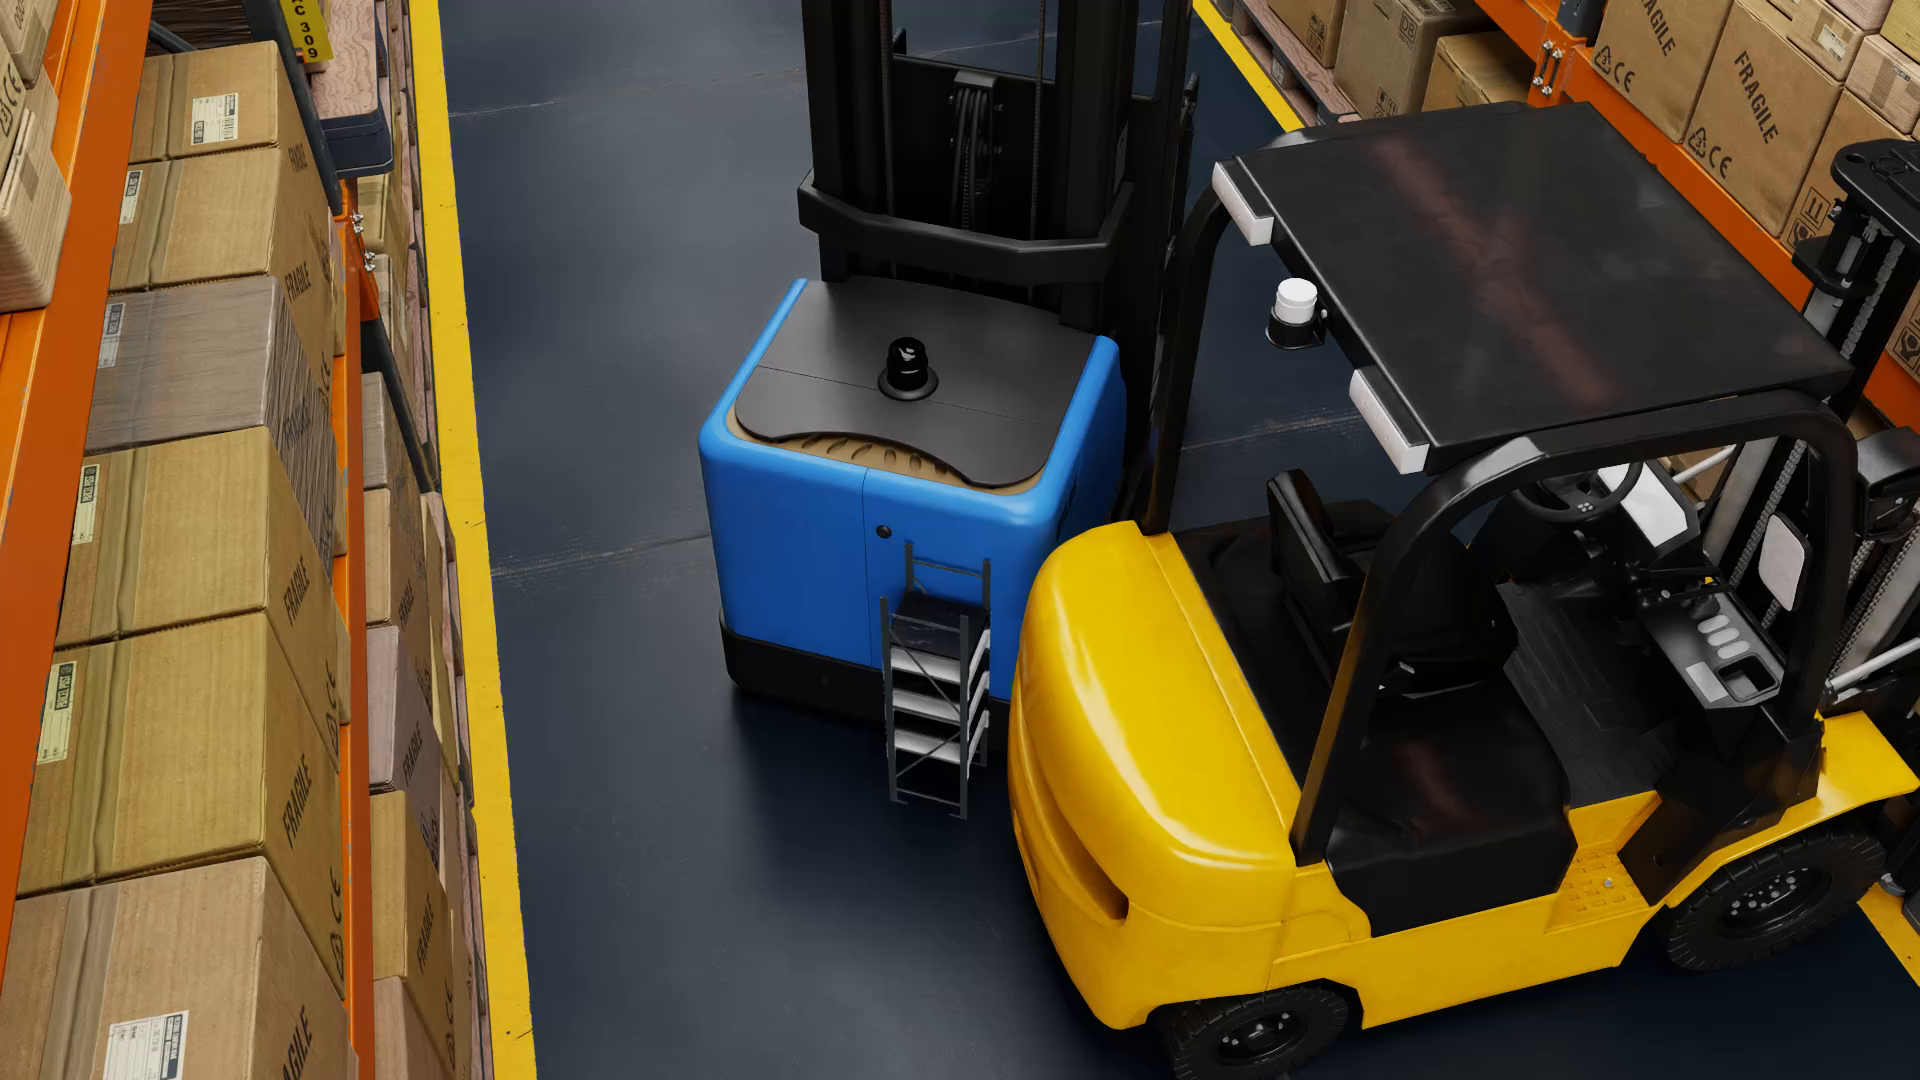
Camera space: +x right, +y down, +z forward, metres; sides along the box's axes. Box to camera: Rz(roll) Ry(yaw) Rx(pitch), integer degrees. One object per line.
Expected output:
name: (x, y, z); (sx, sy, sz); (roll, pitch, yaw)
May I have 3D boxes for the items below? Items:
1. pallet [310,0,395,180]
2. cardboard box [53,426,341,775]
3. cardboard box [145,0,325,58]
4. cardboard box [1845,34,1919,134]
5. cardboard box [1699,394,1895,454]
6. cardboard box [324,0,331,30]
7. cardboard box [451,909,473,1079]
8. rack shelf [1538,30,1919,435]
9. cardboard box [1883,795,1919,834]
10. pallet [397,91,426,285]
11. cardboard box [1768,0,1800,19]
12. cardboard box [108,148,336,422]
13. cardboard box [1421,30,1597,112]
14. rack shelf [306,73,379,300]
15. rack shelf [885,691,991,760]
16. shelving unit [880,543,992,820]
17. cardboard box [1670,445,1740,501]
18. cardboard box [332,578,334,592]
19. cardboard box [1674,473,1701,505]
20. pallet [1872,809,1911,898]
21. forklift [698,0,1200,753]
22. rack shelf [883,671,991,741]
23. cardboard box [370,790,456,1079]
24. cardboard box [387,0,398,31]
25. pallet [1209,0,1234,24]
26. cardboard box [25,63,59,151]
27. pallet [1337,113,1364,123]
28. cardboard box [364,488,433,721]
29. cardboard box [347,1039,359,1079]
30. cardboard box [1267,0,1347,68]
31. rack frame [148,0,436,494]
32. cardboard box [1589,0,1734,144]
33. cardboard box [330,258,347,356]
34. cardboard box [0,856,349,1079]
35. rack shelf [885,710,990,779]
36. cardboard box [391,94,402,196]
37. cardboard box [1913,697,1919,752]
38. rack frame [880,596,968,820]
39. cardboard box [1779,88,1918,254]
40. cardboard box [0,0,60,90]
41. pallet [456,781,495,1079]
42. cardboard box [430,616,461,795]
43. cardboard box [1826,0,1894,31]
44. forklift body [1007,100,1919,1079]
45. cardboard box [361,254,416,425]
pallet: (-2.344, -1.506, 5.260); (1.003, 0.211, 1.213); (-11, 47, -10)
cardboard box: (-1.524, 0.167, 3.208); (0.500, 0.500, 0.500); (-12, 47, -11)
cardboard box: (-2.132, -1.682, 4.725); (0.500, 0.500, 0.500); (-10, 46, -9)
cardboard box: (2.554, -1.205, 4.306); (0.380, 0.149, 0.250); (-11, 47, -11)
cardboard box: (2.588, -0.376, 4.950); (0.500, 0.250, 0.500); (-9, 46, -9)
cardboard box: (-2.181, -1.692, 5.190); (0.380, 0.149, 0.250); (-10, 46, -9)
cardboard box: (-1.480, 1.222, 4.083); (0.500, 0.250, 0.500); (-8, 46, -8)
rack shelf: (3.020, -0.297, 4.444); (1.077, 0.370, 4.000); (-11, 47, -10)
cardboard box: (2.869, 0.689, 4.606); (0.500, 0.250, 0.500); (-10, 46, -10)
pallet: (-2.806, -1.425, 6.998); (1.003, 0.211, 1.213); (-11, 47, -10)
cardboard box: (2.497, -1.570, 4.664); (0.380, 0.149, 0.250); (-11, 47, -10)
cardboard box: (-1.797, -0.543, 3.904); (0.500, 0.500, 0.500); (-9, 46, -9)
cardboard box: (2.364, -1.604, 6.590); (0.875, 0.625, 0.625); (-9, 46, -9)
rack shelf: (-2.801, -2.148, 6.259); (1.077, 0.370, 4.000); (-11, 47, -10)
rack shelf: (-0.064, 0.506, 4.797); (0.258, 0.077, 0.200); (13, 47, 12)
shelving unit: (-0.064, 0.420, 4.709); (0.258, 0.900, 0.210); (13, 47, 12)
cardboard box: (2.582, -0.202, 5.129); (0.500, 0.250, 0.500); (-11, 47, -11)
cardboard box: (-1.612, 0.118, 3.710); (0.380, 0.149, 0.250); (-11, 47, -11)
cardboard box: (2.604, -0.020, 5.300); (0.500, 0.250, 0.500); (-10, 46, -10)
pallet: (2.987, 0.447, 5.164); (1.003, 0.211, 1.213); (-11, 47, -10)
forklift: (0.187, -1.454, 5.122); (1.130, 2.935, 3.031); (13, 47, 12)
rack shelf: (-0.064, 0.443, 4.733); (0.258, 0.077, 0.200); (13, 47, 12)
cardboard box: (-1.470, 0.963, 3.812); (0.500, 0.500, 0.500); (-10, 46, -10)
cardboard box: (-3.178, -2.616, 7.760); (0.950, 0.372, 0.625); (-14, 47, -13)
pallet: (1.657, -3.140, 8.679); (1.003, 0.211, 1.213); (-11, 47, -10)
cardboard box: (-1.478, -0.574, 2.288); (0.380, 0.149, 0.250); (-12, 47, -11)
pallet: (2.282, -1.455, 7.028); (1.003, 0.211, 1.213); (-11, 47, -10)
cardboard box: (-1.746, 0.244, 4.517); (0.500, 0.500, 0.500); (-10, 46, -10)
cardboard box: (-1.240, 1.005, 2.841); (0.380, 0.149, 0.250); (-10, 46, -10)
cardboard box: (1.978, -2.659, 7.625); (0.875, 0.625, 0.625); (-12, 47, -12)
rack frame: (-2.289, -1.019, 4.649); (1.000, 3.000, 0.127); (-11, 47, -10)
cardboard box: (2.369, -1.610, 5.158); (0.500, 0.500, 0.500); (-12, 47, -11)
cardboard box: (-1.842, -0.594, 4.408); (0.380, 0.149, 0.250); (-10, 46, -9)
cardboard box: (-1.254, 0.868, 2.520); (0.500, 0.500, 0.500); (-9, 46, -9)
rack shelf: (-0.064, 0.569, 4.861); (0.258, 0.077, 0.200); (13, 47, 12)
cardboard box: (-2.793, -1.584, 6.748); (0.950, 0.372, 0.625); (-9, 46, -9)
cardboard box: (2.835, 0.493, 4.448); (0.500, 0.250, 0.500); (-12, 47, -11)
rack frame: (-0.094, 0.489, 4.641); (0.240, 0.900, 0.006); (13, 47, 12)
cardboard box: (2.649, -0.904, 4.466); (0.500, 0.500, 0.500); (-11, 47, -11)
cardboard box: (-1.524, -0.814, 2.244); (0.500, 0.250, 0.500); (-10, 46, -9)
pallet: (-1.767, 1.258, 4.370); (1.003, 0.211, 1.213); (-11, 47, -10)
cardboard box: (-1.732, 0.521, 4.770); (0.500, 0.250, 0.500); (-12, 47, -11)
cardboard box: (2.498, -1.486, 4.374); (0.380, 0.149, 0.250); (-10, 46, -9)
forklift body: (1.283, 0.154, 4.094); (2.313, 2.155, 1.214); (-11, 47, -10)
cardboard box: (-2.426, -0.608, 5.792); (0.950, 0.372, 0.625); (-10, 46, -10)
